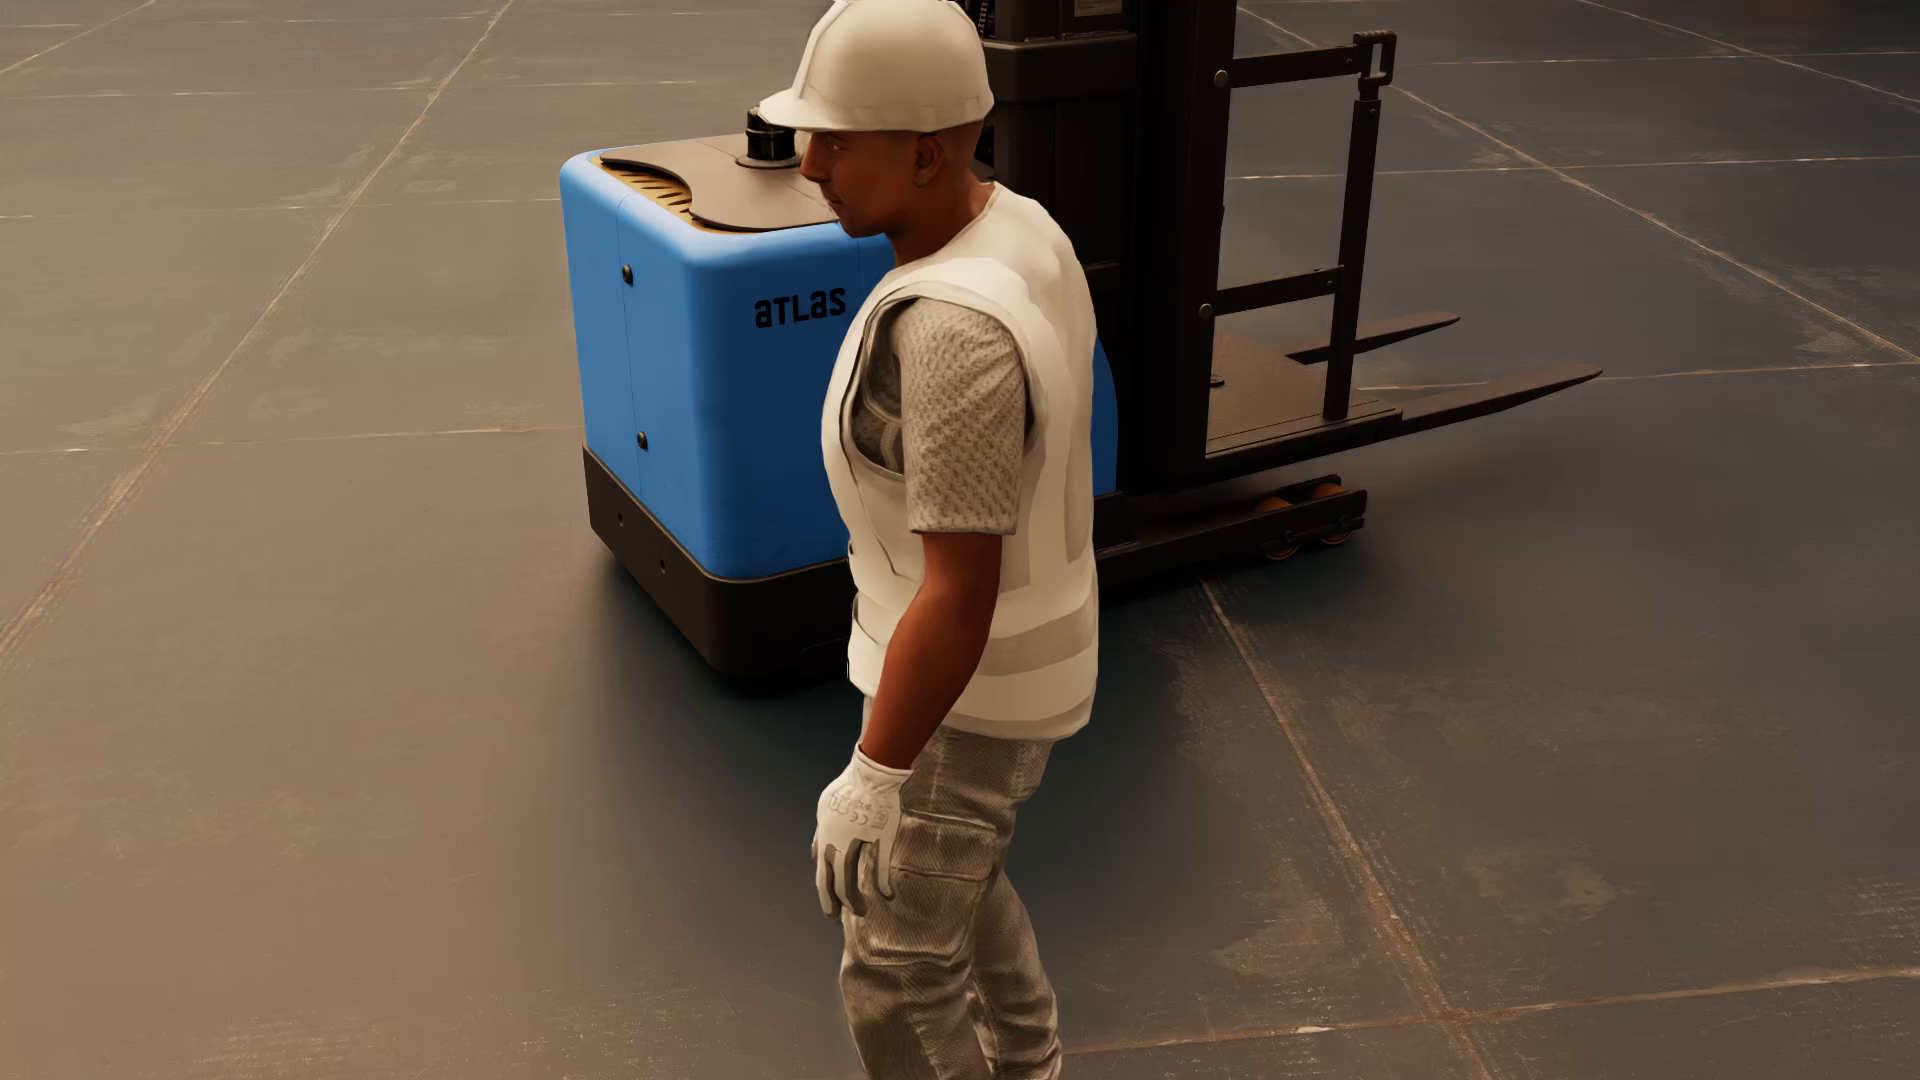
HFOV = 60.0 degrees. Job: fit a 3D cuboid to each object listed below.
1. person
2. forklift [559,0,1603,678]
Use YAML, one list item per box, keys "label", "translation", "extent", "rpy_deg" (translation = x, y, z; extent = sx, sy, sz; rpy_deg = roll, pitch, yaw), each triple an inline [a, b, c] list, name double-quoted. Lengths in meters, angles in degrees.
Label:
- label: "person"
  translation: [-0.025, 0.169, 2.238]
  extent: [0.417, 1.753, 0.821]
  rpy_deg: [3, 26, 6]
- label: "forklift"
  translation: [0.529, -1.451, 4.240]
  extent: [3.031, 2.935, 1.130]
  rpy_deg: [-14, 29, -26]
